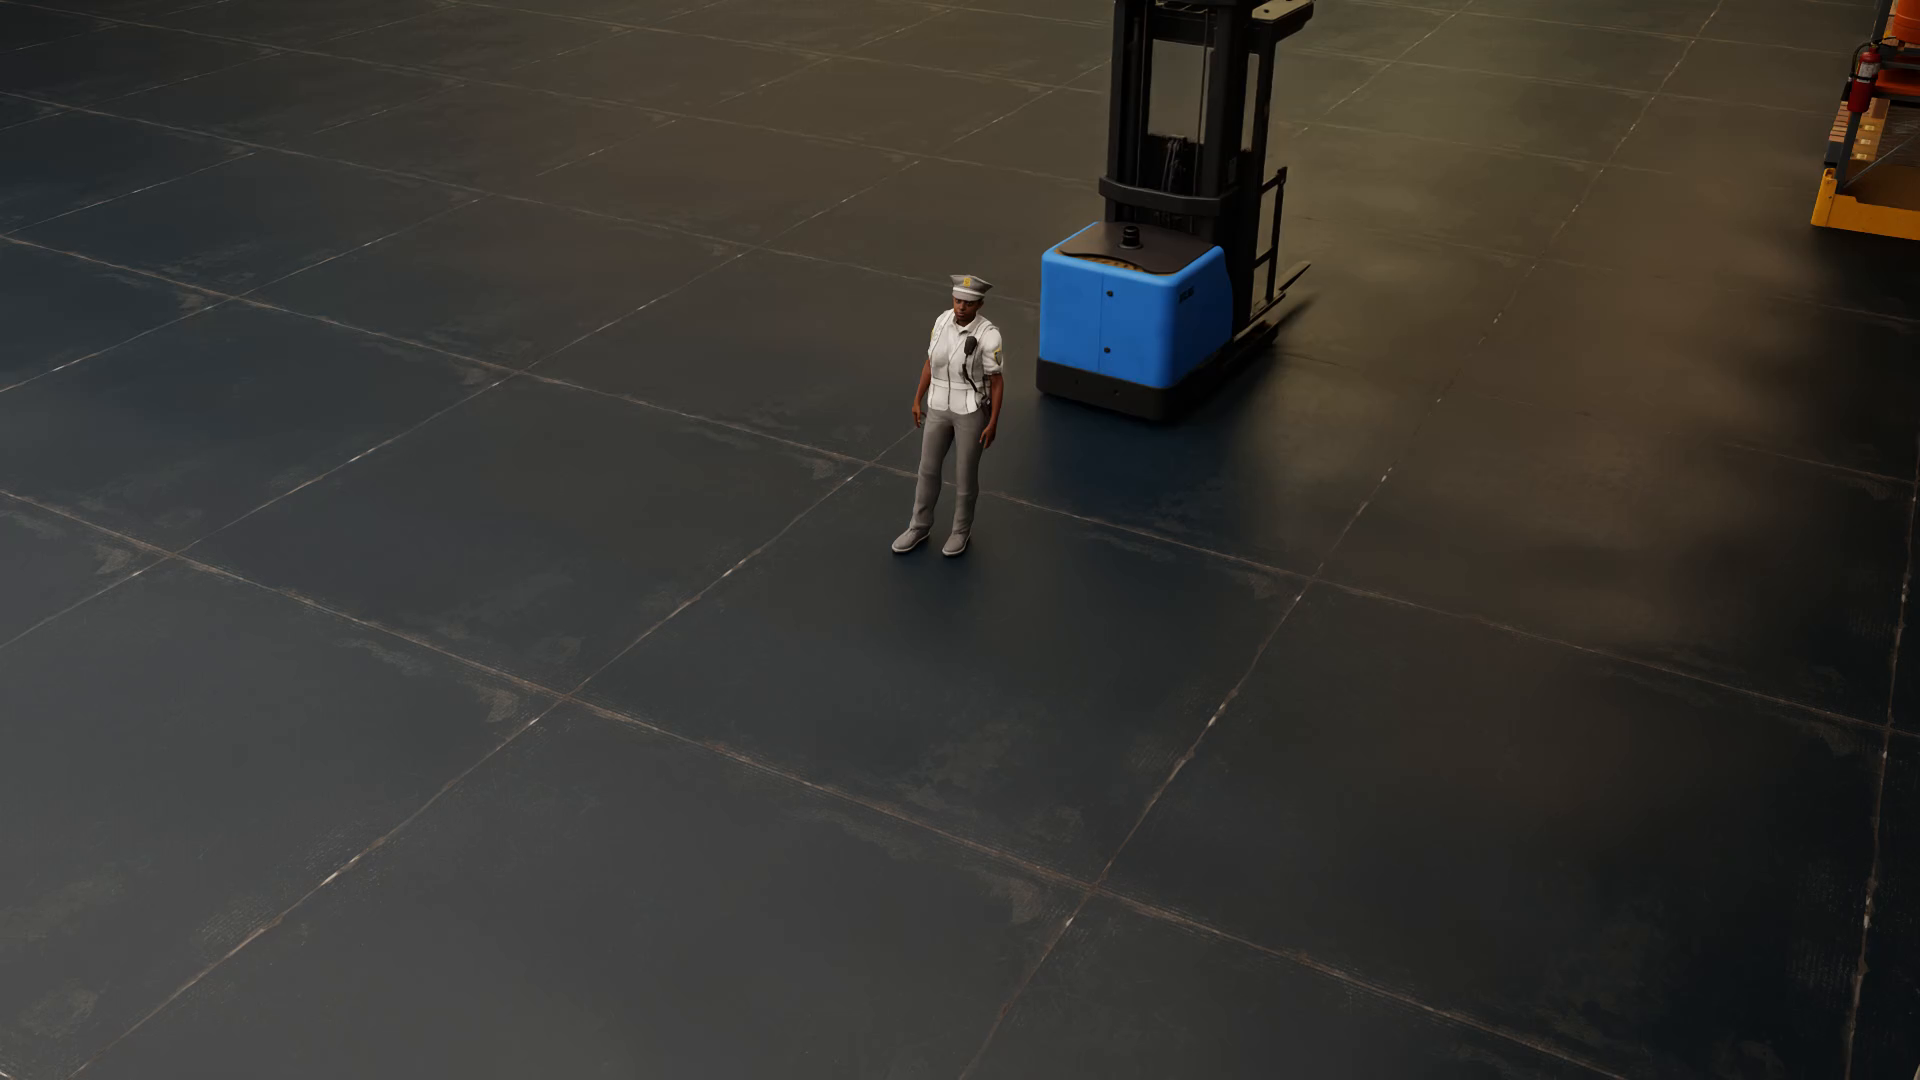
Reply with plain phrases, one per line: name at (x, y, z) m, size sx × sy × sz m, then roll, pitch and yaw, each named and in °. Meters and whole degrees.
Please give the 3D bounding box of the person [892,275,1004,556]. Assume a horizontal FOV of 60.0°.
person at (-0.054, -0.712, 9.527) m, size 0.569 × 1.695 × 0.528 m, roll 15°, pitch 33°, yaw 25°

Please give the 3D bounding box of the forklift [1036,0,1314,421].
forklift at (1.747, -2.772, 11.874) m, size 1.130 × 2.935 × 3.031 m, roll 17°, pitch 34°, yaw 27°
